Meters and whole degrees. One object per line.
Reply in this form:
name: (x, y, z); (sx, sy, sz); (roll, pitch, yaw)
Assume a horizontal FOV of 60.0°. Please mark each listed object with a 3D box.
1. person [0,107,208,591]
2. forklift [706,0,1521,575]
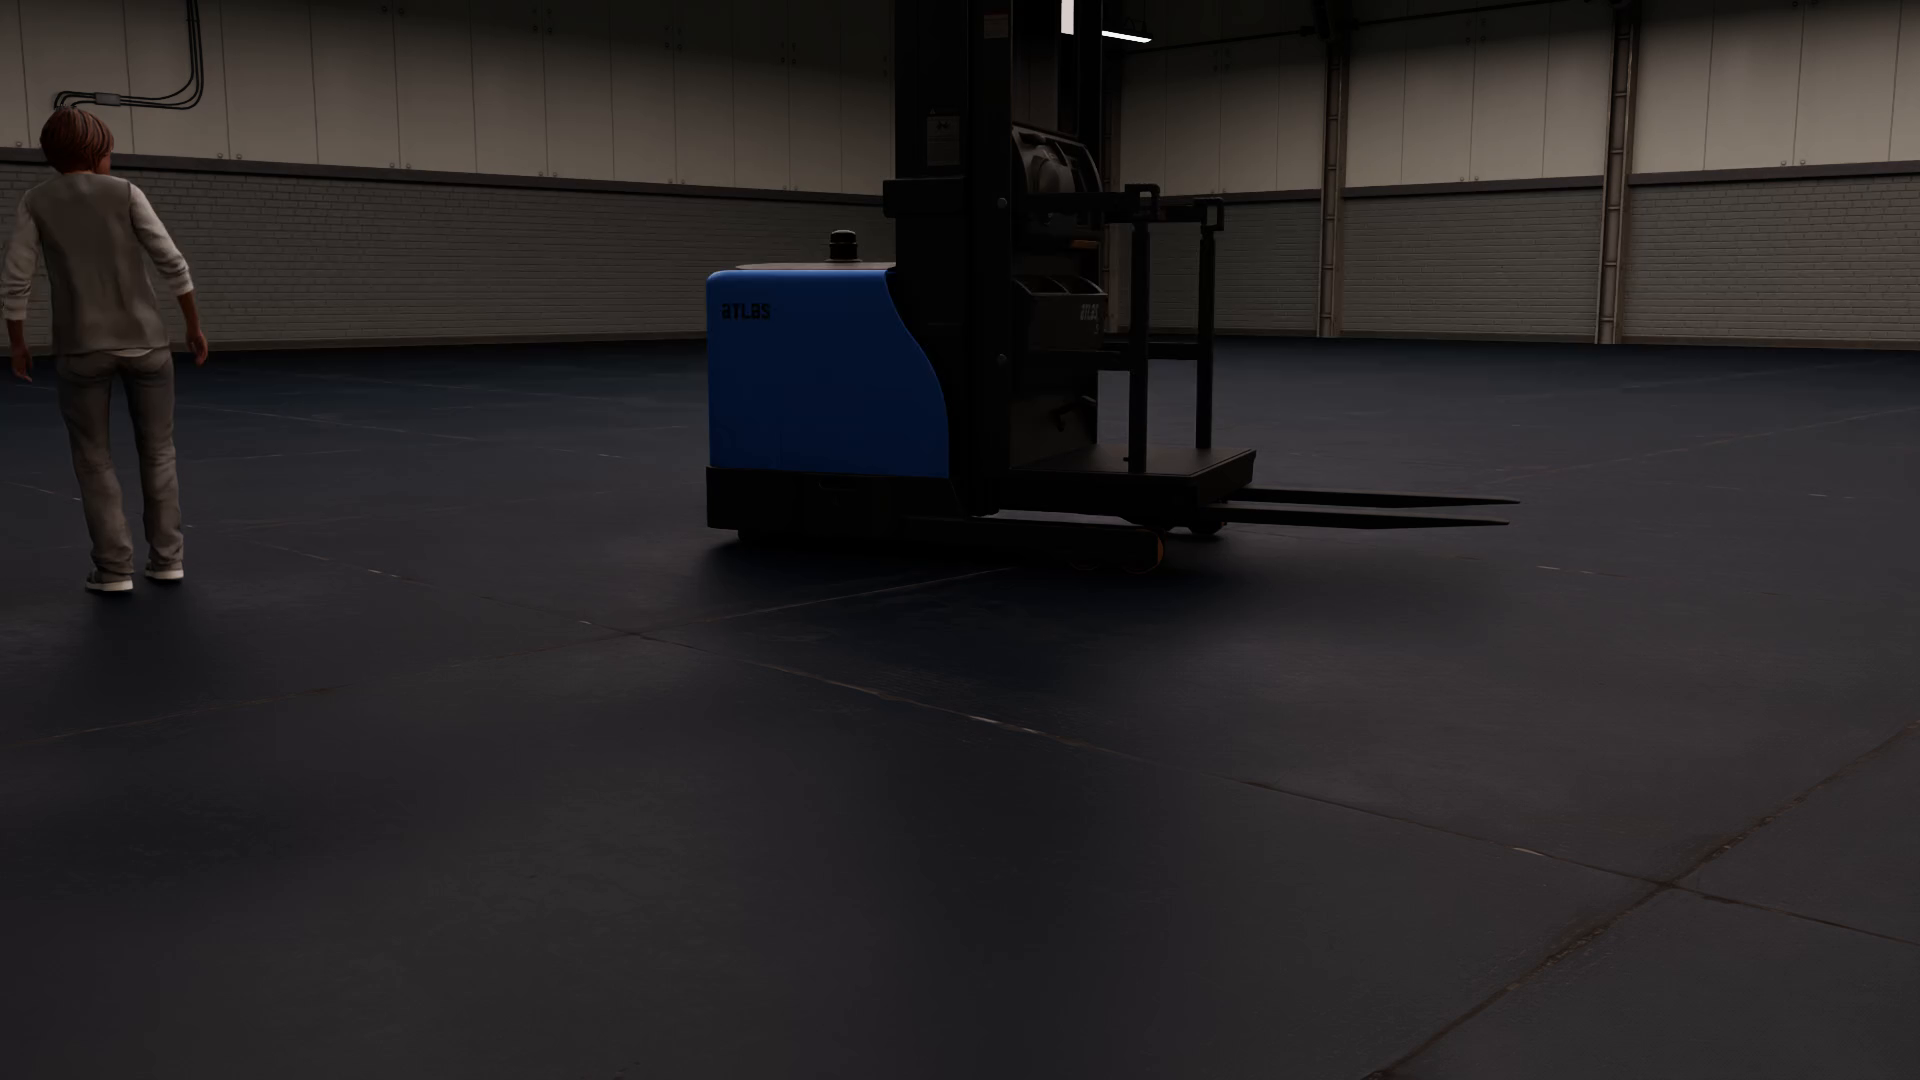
person: (-2.849, -0.625, 5.558); (0.607, 1.587, 0.440); (-5, 10, -30)
forklift: (0.565, -1.416, 6.275); (3.031, 2.935, 1.130); (3, 9, 22)
